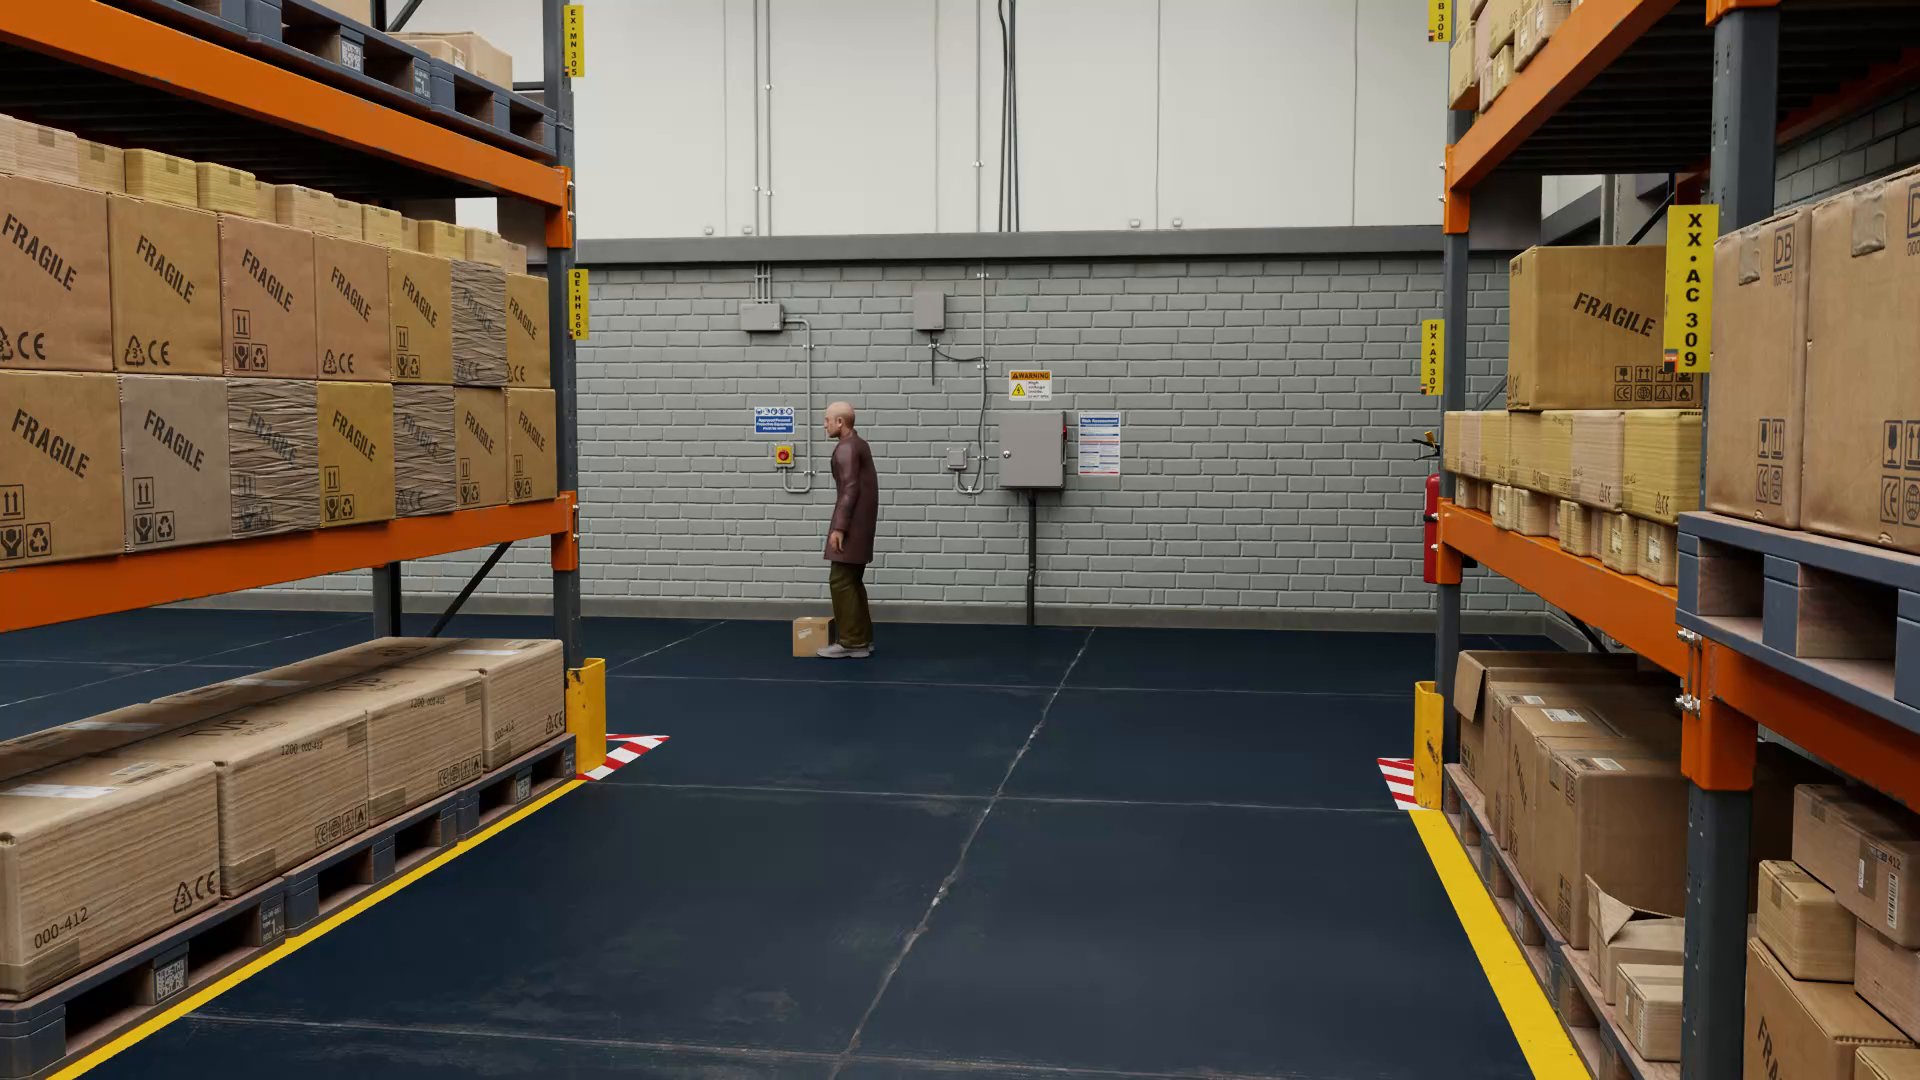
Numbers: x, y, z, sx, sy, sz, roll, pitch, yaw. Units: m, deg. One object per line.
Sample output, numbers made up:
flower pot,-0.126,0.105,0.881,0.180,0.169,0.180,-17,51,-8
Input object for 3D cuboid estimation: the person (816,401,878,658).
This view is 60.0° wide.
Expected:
person,-0.779,-0.076,11.575,0.422,1.774,0.653,0,4,5
